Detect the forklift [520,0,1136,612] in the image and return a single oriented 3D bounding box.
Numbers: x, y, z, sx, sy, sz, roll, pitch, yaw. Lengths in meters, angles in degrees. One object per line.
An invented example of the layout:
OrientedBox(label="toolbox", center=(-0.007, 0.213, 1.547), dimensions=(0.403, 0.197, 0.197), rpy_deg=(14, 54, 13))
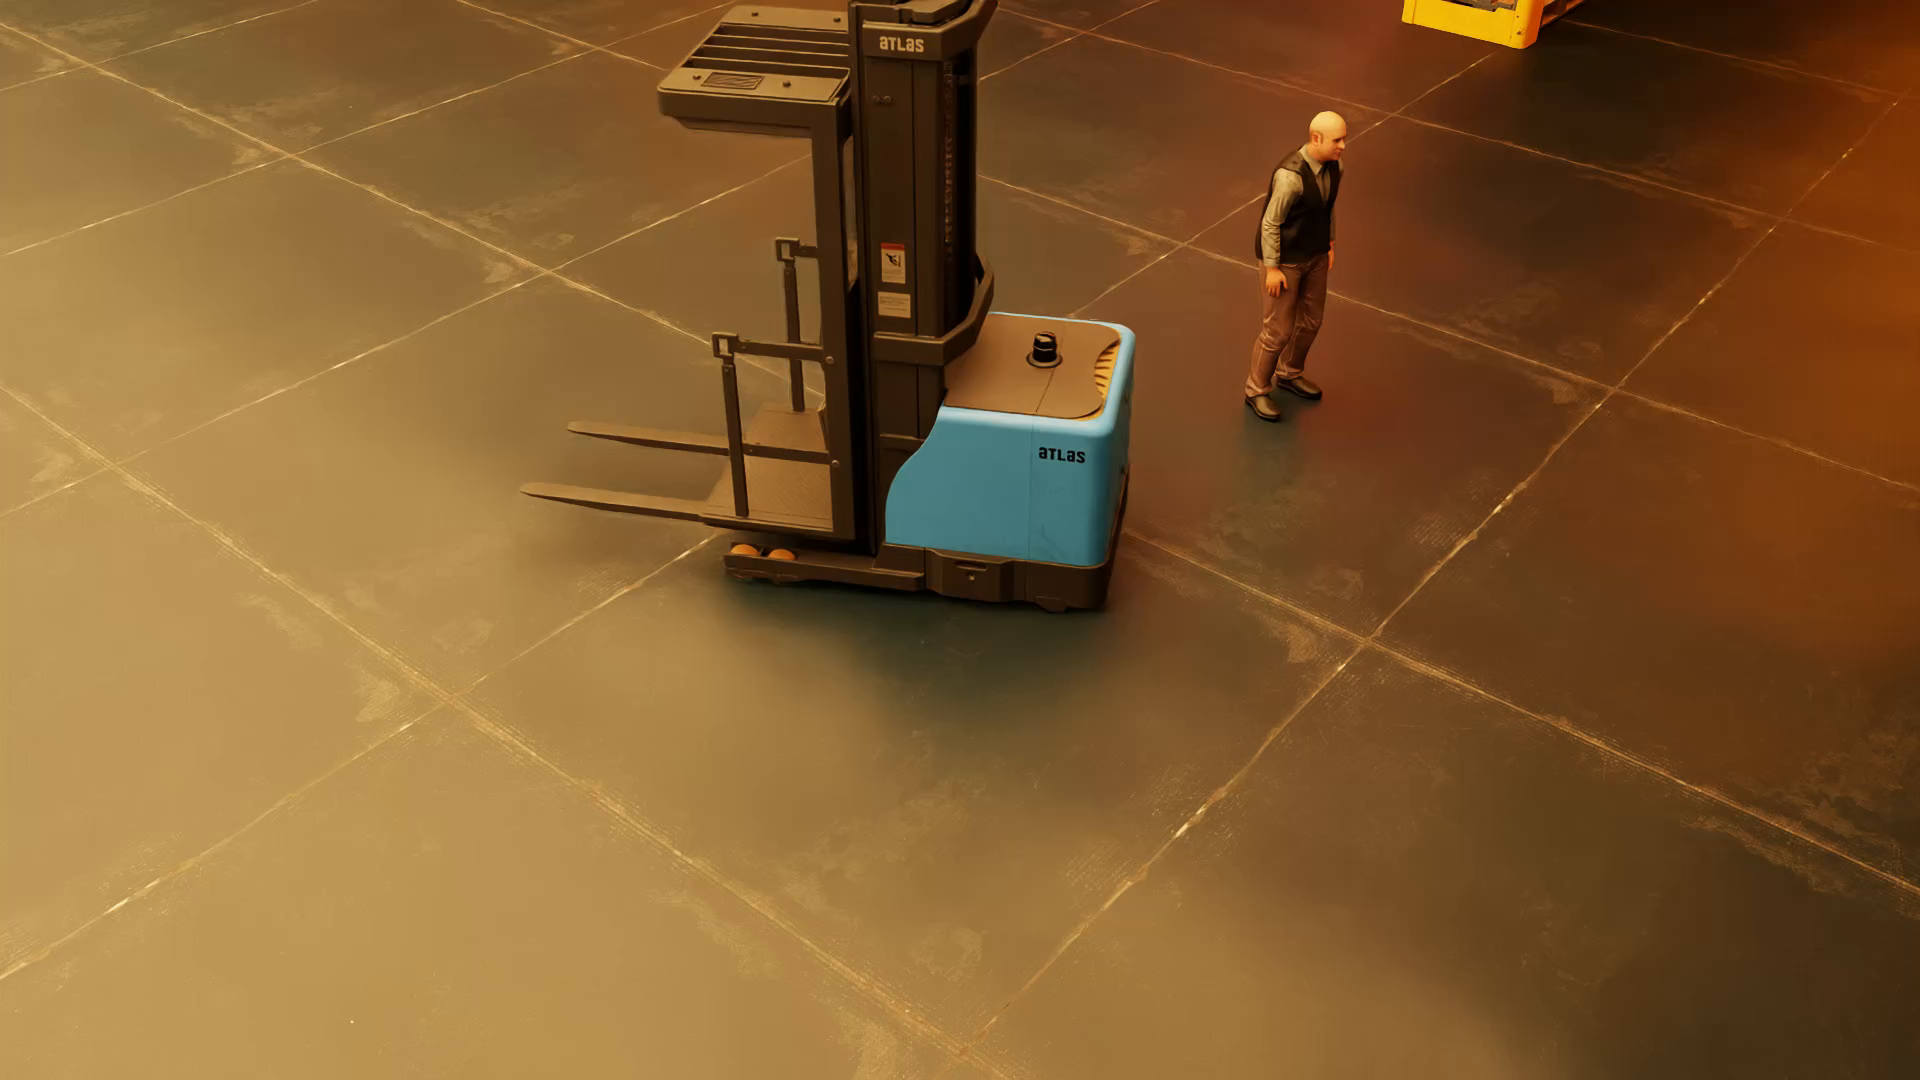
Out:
OrientedBox(label="forklift", center=(-0.696, -1.270, 7.763), dimensions=(3.031, 2.935, 1.130), rpy_deg=(7, 37, 9))

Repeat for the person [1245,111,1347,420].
OrientedBox(label="person", center=(1.851, -1.549, 9.179), dimensions=(0.589, 1.720, 0.421), rpy_deg=(-28, 44, -33))
